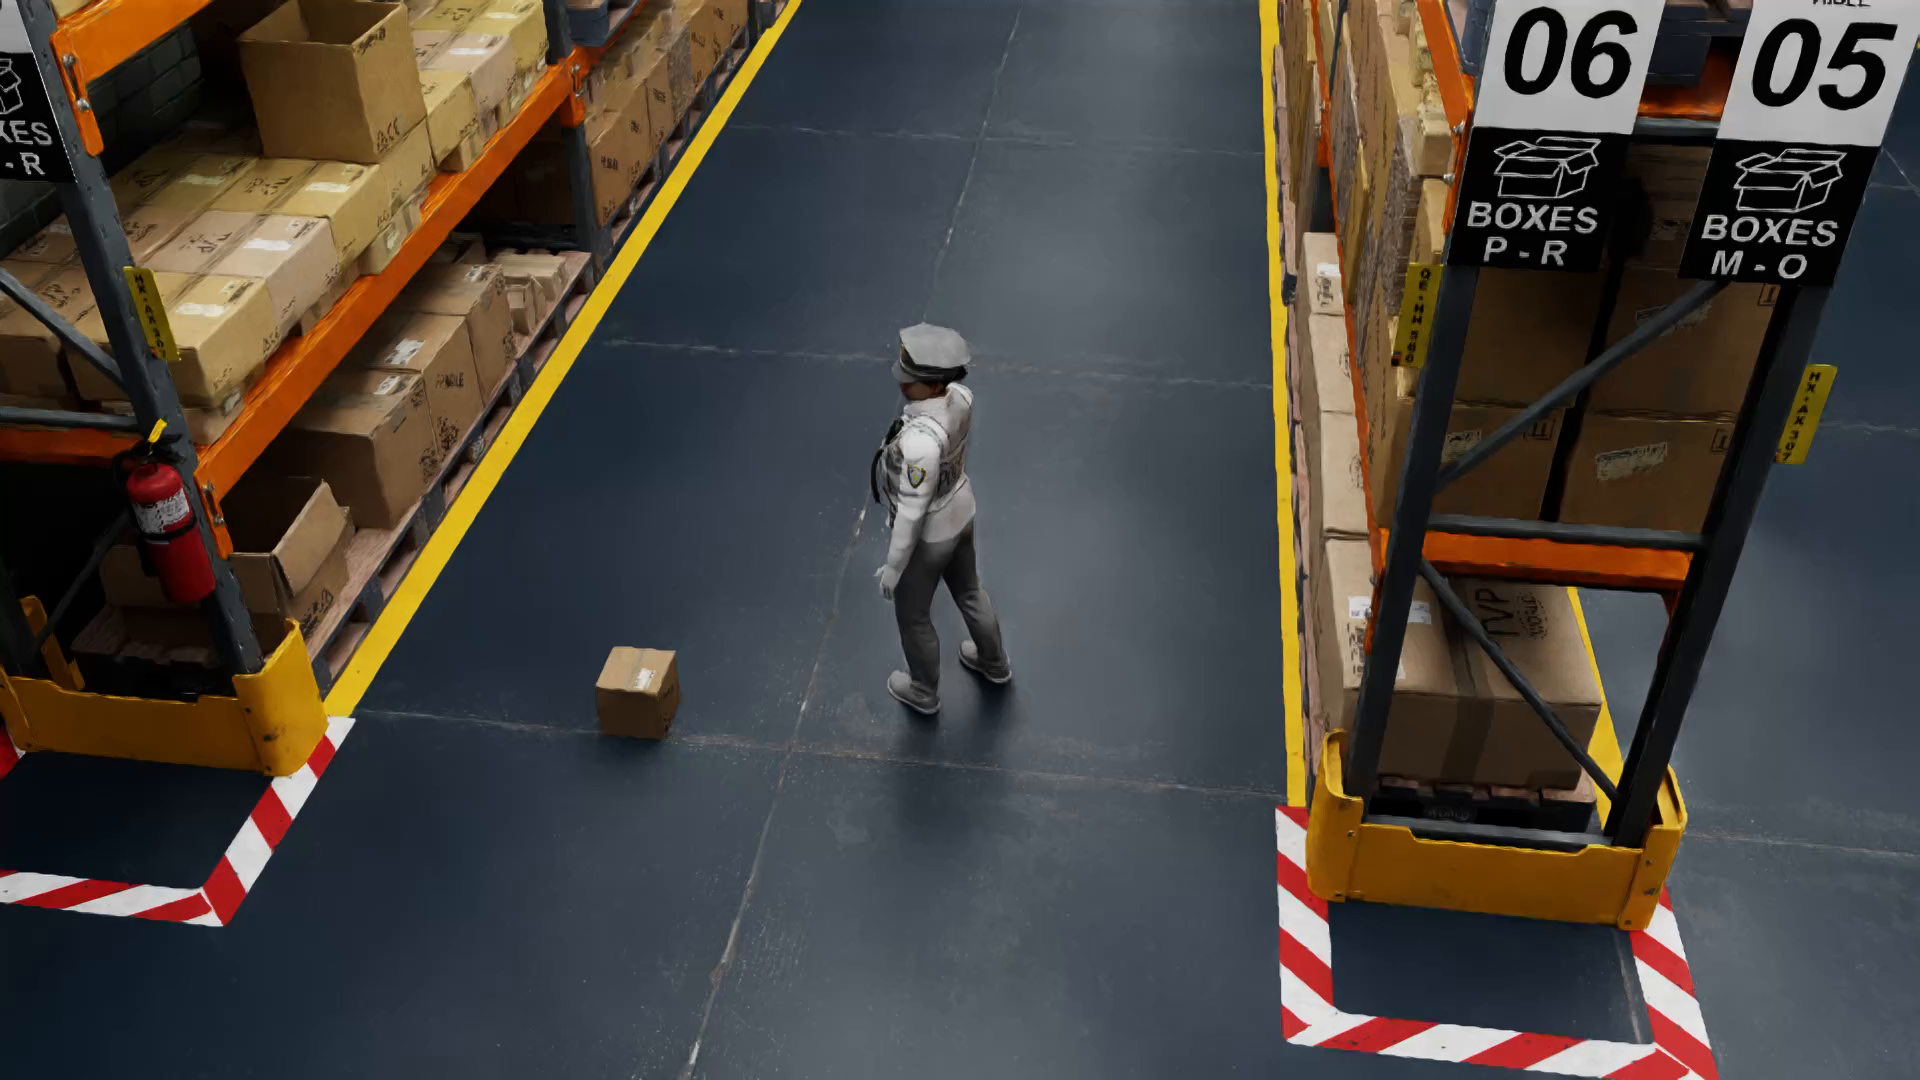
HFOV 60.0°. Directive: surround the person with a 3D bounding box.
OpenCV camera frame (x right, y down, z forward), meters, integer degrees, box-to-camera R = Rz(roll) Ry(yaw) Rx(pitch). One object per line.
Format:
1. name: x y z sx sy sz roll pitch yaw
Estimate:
1. person: -0.081 -0.038 6.196 0.460 1.674 0.632 15 39 20
